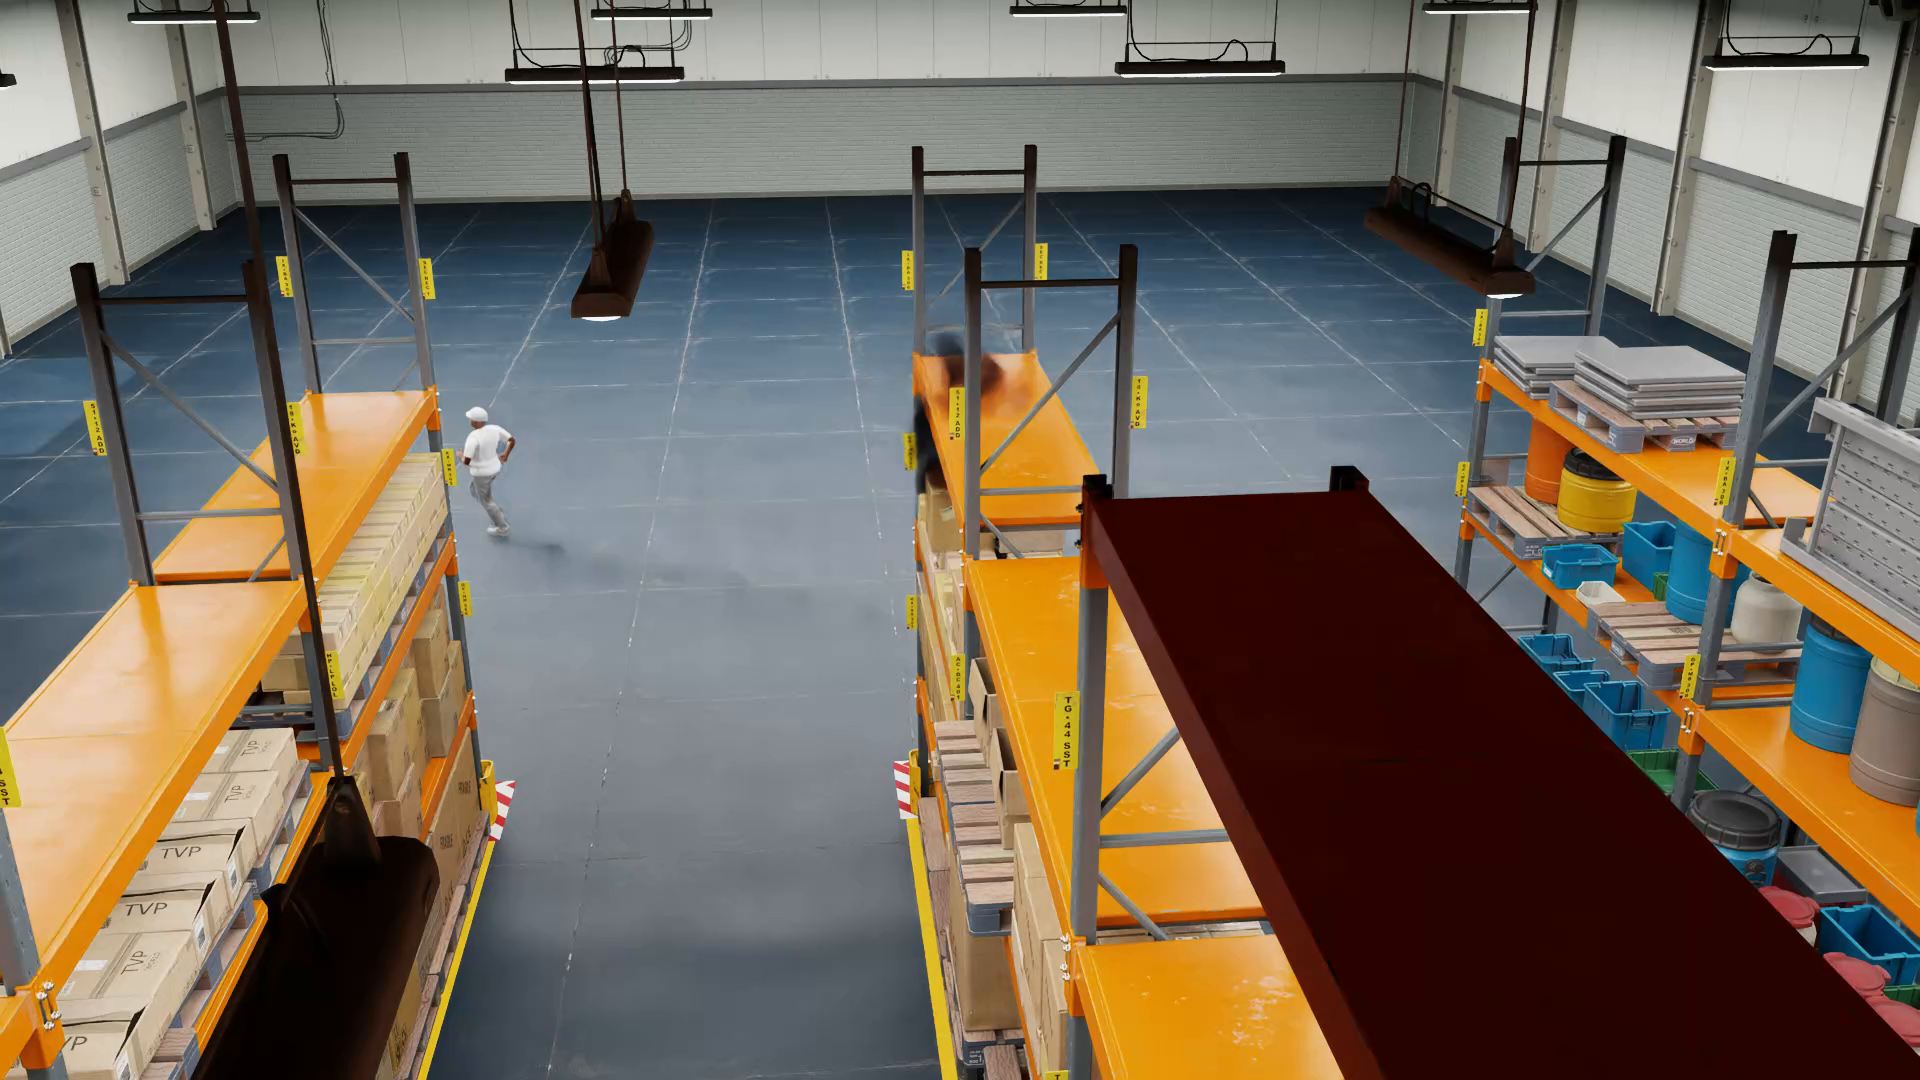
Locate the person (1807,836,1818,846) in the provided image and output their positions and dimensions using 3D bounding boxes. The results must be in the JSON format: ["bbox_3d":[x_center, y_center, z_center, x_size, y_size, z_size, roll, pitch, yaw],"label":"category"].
[{"bbox_3d":[6.819,2.560,12.811,0.649,1.737,0.595,-5,22,-13],"label":"person"}]

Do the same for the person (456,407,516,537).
[{"bbox_3d":[-6.173,-0.897,21.507,0.662,1.737,0.691,7,23,16],"label":"person"}]
